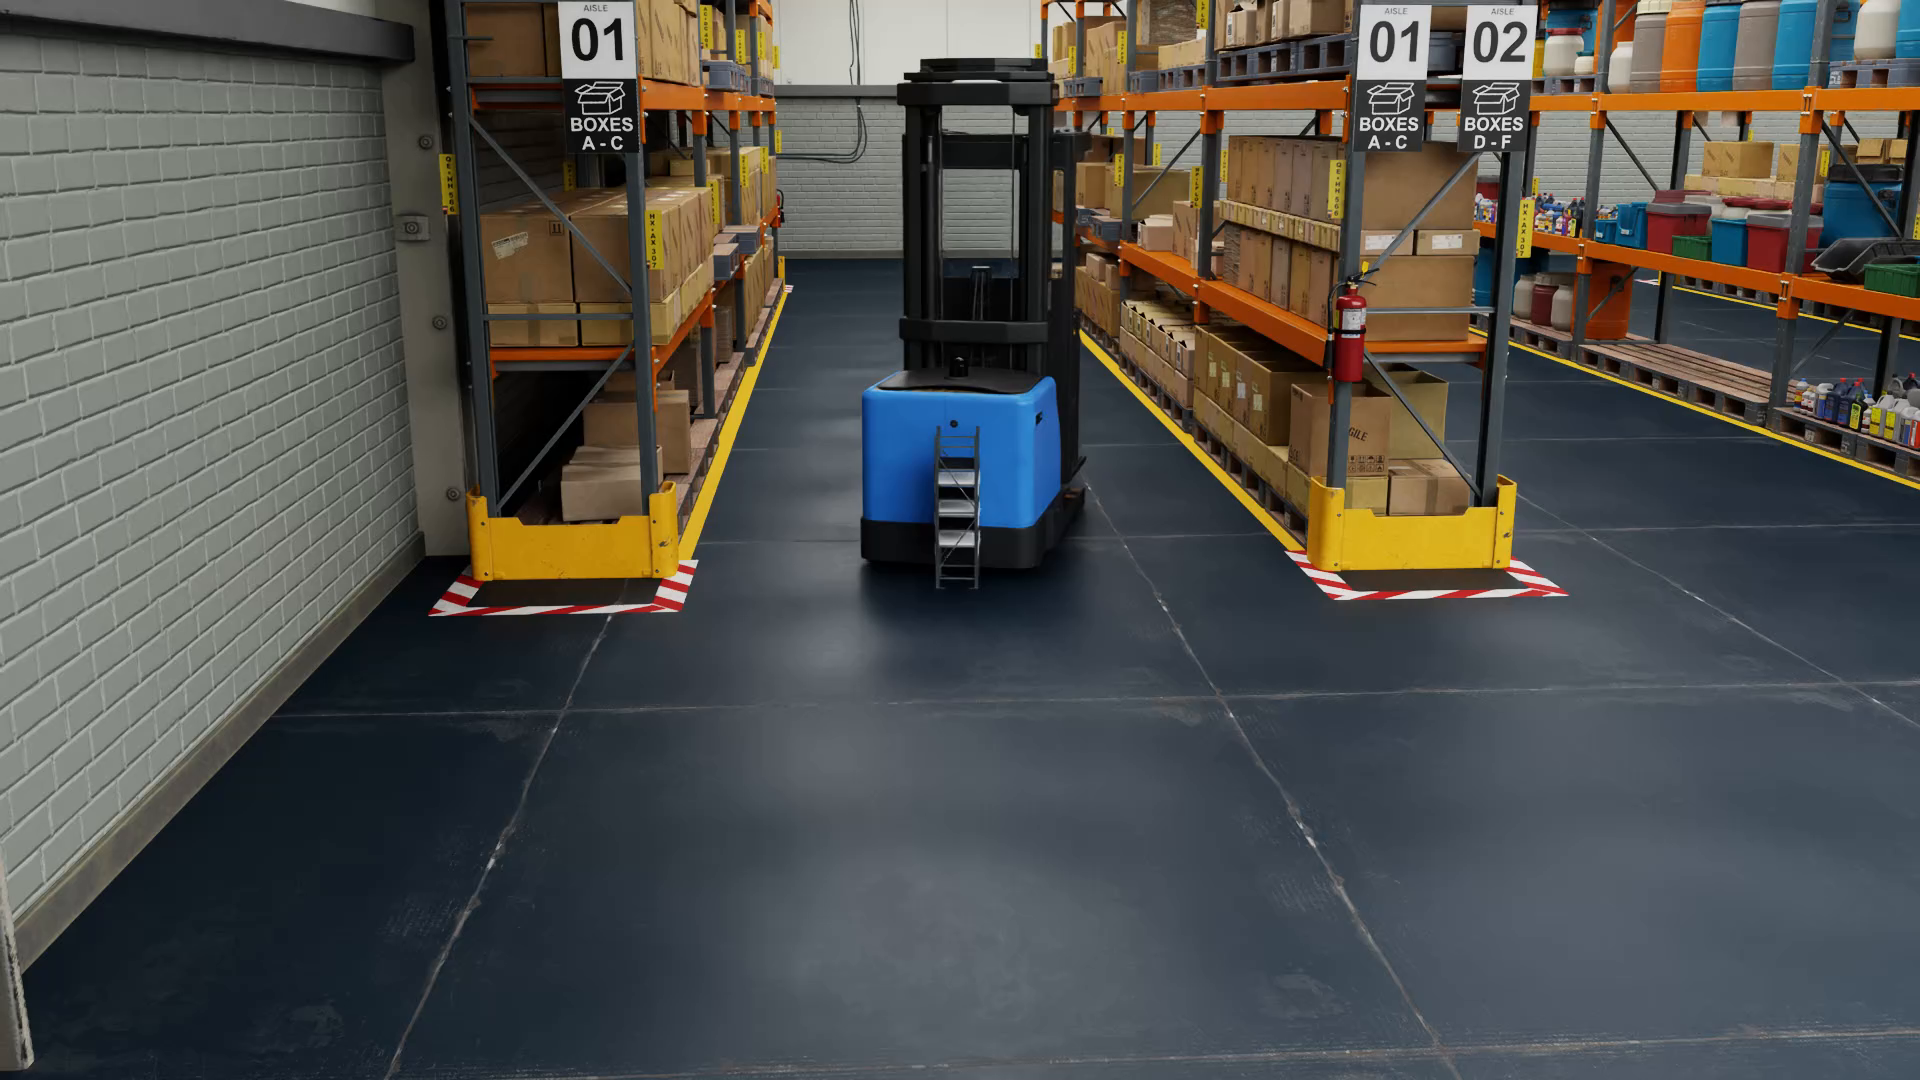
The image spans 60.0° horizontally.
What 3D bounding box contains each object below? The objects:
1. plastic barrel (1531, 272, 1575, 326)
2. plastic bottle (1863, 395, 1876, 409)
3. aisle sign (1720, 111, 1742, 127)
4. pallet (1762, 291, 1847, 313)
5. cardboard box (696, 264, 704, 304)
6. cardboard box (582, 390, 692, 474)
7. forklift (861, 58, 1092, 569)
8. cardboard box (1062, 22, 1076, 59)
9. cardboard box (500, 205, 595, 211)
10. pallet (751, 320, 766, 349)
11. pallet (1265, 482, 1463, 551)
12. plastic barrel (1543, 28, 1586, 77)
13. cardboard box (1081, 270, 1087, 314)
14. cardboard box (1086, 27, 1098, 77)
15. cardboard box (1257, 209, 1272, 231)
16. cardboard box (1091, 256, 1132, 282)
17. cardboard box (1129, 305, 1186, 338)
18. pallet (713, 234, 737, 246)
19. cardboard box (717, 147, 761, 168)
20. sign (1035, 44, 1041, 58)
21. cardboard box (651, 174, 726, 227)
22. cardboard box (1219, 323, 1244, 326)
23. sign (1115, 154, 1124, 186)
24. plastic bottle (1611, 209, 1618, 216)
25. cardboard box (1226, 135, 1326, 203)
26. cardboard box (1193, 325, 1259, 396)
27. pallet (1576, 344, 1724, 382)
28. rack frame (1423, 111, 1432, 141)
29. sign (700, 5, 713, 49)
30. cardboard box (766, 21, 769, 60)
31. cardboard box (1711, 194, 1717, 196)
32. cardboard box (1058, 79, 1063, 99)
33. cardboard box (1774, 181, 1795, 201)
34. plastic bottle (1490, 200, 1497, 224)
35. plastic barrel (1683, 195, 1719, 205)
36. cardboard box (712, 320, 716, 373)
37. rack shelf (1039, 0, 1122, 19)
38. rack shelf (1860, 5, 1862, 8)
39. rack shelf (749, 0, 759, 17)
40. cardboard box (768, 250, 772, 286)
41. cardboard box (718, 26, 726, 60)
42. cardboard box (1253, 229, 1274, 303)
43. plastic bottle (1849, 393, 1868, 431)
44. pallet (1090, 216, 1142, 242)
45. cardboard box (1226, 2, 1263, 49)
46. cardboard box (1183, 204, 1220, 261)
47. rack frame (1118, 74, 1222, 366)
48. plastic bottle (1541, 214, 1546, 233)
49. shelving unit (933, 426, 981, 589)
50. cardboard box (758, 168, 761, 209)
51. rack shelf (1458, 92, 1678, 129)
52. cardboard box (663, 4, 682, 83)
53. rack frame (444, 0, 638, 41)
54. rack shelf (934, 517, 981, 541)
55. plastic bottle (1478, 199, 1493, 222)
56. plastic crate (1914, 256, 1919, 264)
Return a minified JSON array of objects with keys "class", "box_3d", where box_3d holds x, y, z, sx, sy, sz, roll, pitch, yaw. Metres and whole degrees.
[{"class":"plastic barrel","box_3d":[7.023,-2.829,19.498,0.600,0.588,0.708,-1,14,-3]},{"class":"plastic bottle","box_3d":[7.082,-0.998,12.978,0.097,0.271,0.097,0,14,0]},{"class":"aisle sign","box_3d":[11.883,-6.739,25.480,0.394,0.787,0.004,-1,14,-3]},{"class":"pallet","box_3d":[11.867,-3.302,22.937,1.003,0.211,1.213,-1,14,-3]},{"class":"cardboard box","box_3d":[-2.099,-1.818,11.835,0.500,0.250,0.500,-1,14,-4]},{"class":"cardboard box","box_3d":[-2.236,-0.750,11.553,0.700,0.500,0.500,-2,15,-7]},{"class":"forklift","box_3d":[0.235,-1.573,10.759,1.130,2.935,3.031,3,15,12]},{"class":"cardboard box","box_3d":[1.771,-6.789,22.665,0.700,0.500,0.500,-1,14,-3]},{"class":"cardboard box","box_3d":[-2.515,-1.788,10.212,0.500,0.500,0.500,-1,14,-3]},{"class":"pallet","box_3d":[-2.794,-2.388,19.383,1.003,0.211,1.213,-1,14,-3]},{"class":"pallet","box_3d":[2.603,-0.165,10.744,1.003,0.211,1.213,-1,14,-3]},{"class":"plastic barrel","box_3d":[6.880,-5.552,18.948,0.433,0.535,0.433,0,14,0]},{"class":"cardboard box","box_3d":[1.779,-3.056,20.519,0.500,0.500,0.500,-1,14,-3]},{"class":"cardboard box","box_3d":[1.906,-5.937,20.317,0.600,0.600,0.600,-2,15,-9]},{"class":"cardboard box","box_3d":[2.351,-2.293,11.917,0.380,0.149,0.250,-1,14,-5]},{"class":"cardboard box","box_3d":[1.829,-3.179,19.489,0.500,0.250,0.500,-1,14,-4]},{"class":"cardboard box","box_3d":[1.976,-2.194,16.582,0.500,0.311,0.500,-1,14,-5]},{"class":"pallet","box_3d":[-2.584,-2.654,15.205,1.003,0.211,1.213,-1,14,-3]},{"class":"cardboard box","box_3d":[-2.711,-4.686,20.377,0.500,0.250,0.500,-1,14,-2]},{"class":"sign","box_3d":[1.159,-7.173,24.610,0.100,0.325,0.005,-1,14,-3]},{"class":"cardboard box","box_3d":[-2.709,-3.383,16.571,0.700,0.500,0.500,-3,15,-10]},{"class":"cardboard box","box_3d":[2.608,-1.824,15.146,0.500,0.311,0.500,-1,14,-5]},{"class":"sign","box_3d":[1.655,-3.827,17.217,0.100,0.325,0.005,-1,14,-3]},{"class":"plastic bottle","box_3d":[7.367,-3.585,18.698,0.097,0.271,0.097,0,14,0]},{"class":"cardboard box","box_3d":[2.478,-2.887,12.924,0.700,0.500,0.500,-1,14,-3]},{"class":"cardboard box","box_3d":[2.160,-1.436,13.256,0.500,0.500,0.500,-1,14,-3]},{"class":"pallet","box_3d":[7.149,-1.847,17.283,1.003,0.211,1.213,-1,14,-3]},{"class":"rack frame","box_3d":[6.645,-5.381,25.419,1.000,3.000,0.127,-1,14,-3]},{"class":"sign","box_3d":[-1.959,-3.957,12.828,0.100,0.325,0.005,-1,14,-3]},{"class":"cardboard box","box_3d":[-2.865,-6.791,22.632,0.500,0.500,0.500,-2,15,-6]},{"class":"cardboard box","box_3d":[11.331,-5.050,24.638,0.380,0.149,0.250,-1,14,-4]},{"class":"cardboard box","box_3d":[1.593,-6.056,22.325,0.500,0.250,0.500,-1,14,-3]},{"class":"cardboard box","box_3d":[11.512,-4.768,22.743,0.500,0.250,0.500,0,14,-2]},{"class":"plastic bottle","box_3d":[6.544,-4.011,20.329,0.061,0.283,0.133,-1,14,-3]},{"class":"plastic barrel","box_3d":[7.417,-3.193,16.691,0.421,0.512,0.421,0,14,0]},{"class":"cardboard box","box_3d":[-2.676,-1.809,15.673,0.700,0.500,0.500,-1,14,-4]},{"class":"rack shelf","box_3d":[1.824,-7.363,22.535,1.077,0.370,4.000,-1,14,-3]},{"class":"rack shelf","box_3d":[11.712,-7.323,23.175,1.077,0.370,4.000,-1,14,-3]},{"class":"rack shelf","box_3d":[-2.872,-6.099,18.417,1.077,0.370,4.000,-1,14,-3]},{"class":"cardboard box","box_3d":[-3.069,-3.924,23.930,0.700,0.500,0.500,-1,14,-4]},{"class":"cardboard box","box_3d":[-2.942,-5.341,18.161,0.700,0.500,0.500,0,14,-1]},{"class":"cardboard box","box_3d":[2.544,-2.003,12.091,0.700,0.500,0.500,-1,14,-3]},{"class":"plastic bottle","box_3d":[7.004,-0.998,12.954,0.061,0.283,0.133,0,14,-1]},{"class":"pallet","box_3d":[2.084,-3.390,18.068,1.213,0.211,1.003,-1,14,-3]},{"class":"cardboard box","box_3d":[2.245,-3.738,12.070,0.500,0.311,0.500,-2,15,-7]},{"class":"cardboard box","box_3d":[2.349,-2.816,15.251,0.500,0.500,0.500,-1,14,-3]},{"class":"rack frame","box_3d":[2.196,-3.316,17.393,1.000,3.000,0.127,-1,14,-3]},{"class":"plastic bottle","box_3d":[6.656,-3.596,18.883,0.097,0.201,0.097,0,14,0]},{"class":"shelving unit","box_3d":[-0.014,-0.182,9.399,0.258,0.900,0.210,1,19,3]},{"class":"cardboard box","box_3d":[-2.715,-4.324,20.475,0.500,0.500,0.500,-1,14,-4]},{"class":"rack shelf","box_3d":[7.016,-4.993,19.336,1.077,0.370,4.000,-1,14,-3]},{"class":"cardboard box","box_3d":[-2.112,-3.243,10.848,0.500,0.500,0.500,0,14,0]},{"class":"rack frame","box_3d":[-2.252,-4.154,8.612,1.000,3.000,0.127,-1,14,-3]},{"class":"rack shelf","box_3d":[-0.013,-0.066,9.439,0.258,0.077,0.200,1,19,3]},{"class":"plastic bottle","box_3d":[6.563,-4.114,20.744,0.152,0.276,0.135,-1,14,-3]},{"class":"plastic crate","box_3d":[7.728,-2.053,12.785,0.499,0.251,0.616,-1,14,-3]}]
